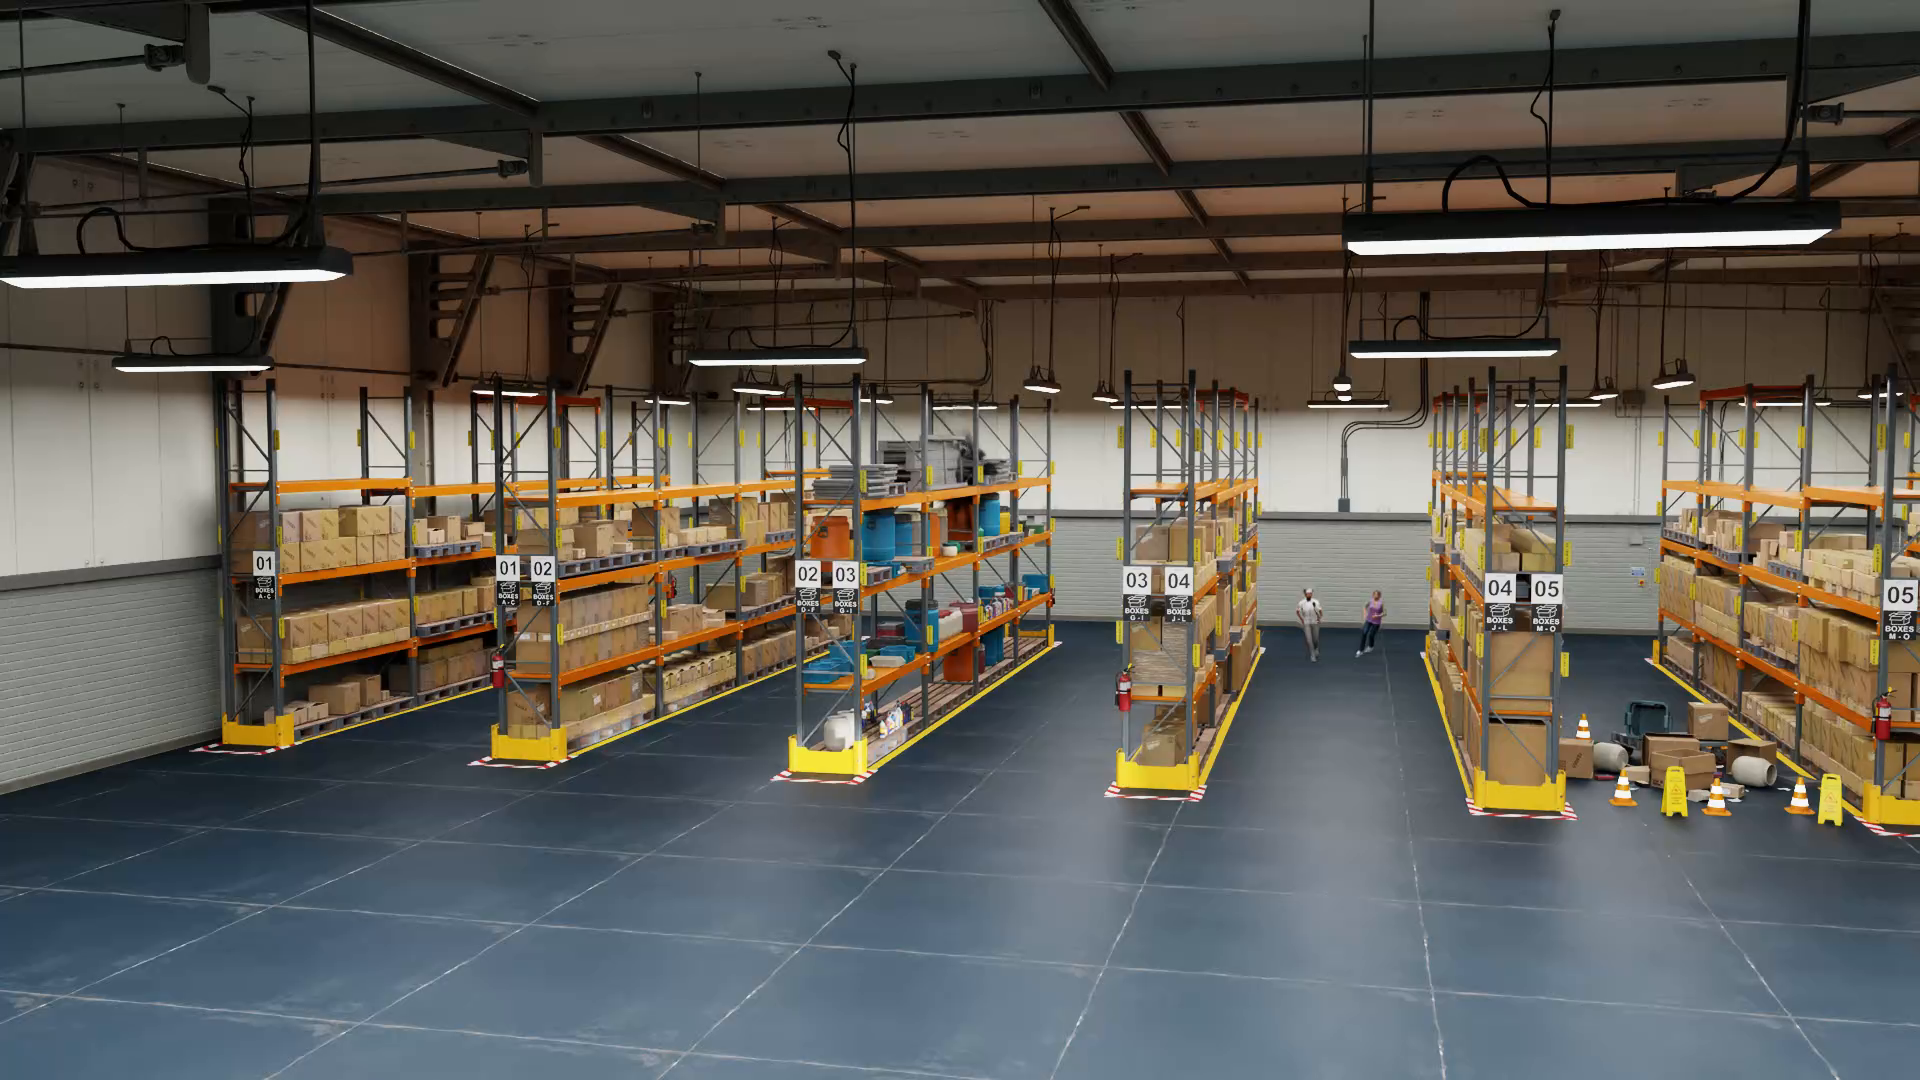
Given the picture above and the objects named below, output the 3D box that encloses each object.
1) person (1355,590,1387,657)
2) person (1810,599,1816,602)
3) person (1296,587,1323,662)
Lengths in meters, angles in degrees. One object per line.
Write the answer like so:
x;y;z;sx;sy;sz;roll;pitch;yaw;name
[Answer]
9.594;1.930;38.587;0.627;1.518;0.841;2;4;28;person
17.135;2.092;33.509;0.651;1.808;0.878;1;4;13;person
7.964;1.907;37.931;0.596;1.679;0.697;0;3;7;person
